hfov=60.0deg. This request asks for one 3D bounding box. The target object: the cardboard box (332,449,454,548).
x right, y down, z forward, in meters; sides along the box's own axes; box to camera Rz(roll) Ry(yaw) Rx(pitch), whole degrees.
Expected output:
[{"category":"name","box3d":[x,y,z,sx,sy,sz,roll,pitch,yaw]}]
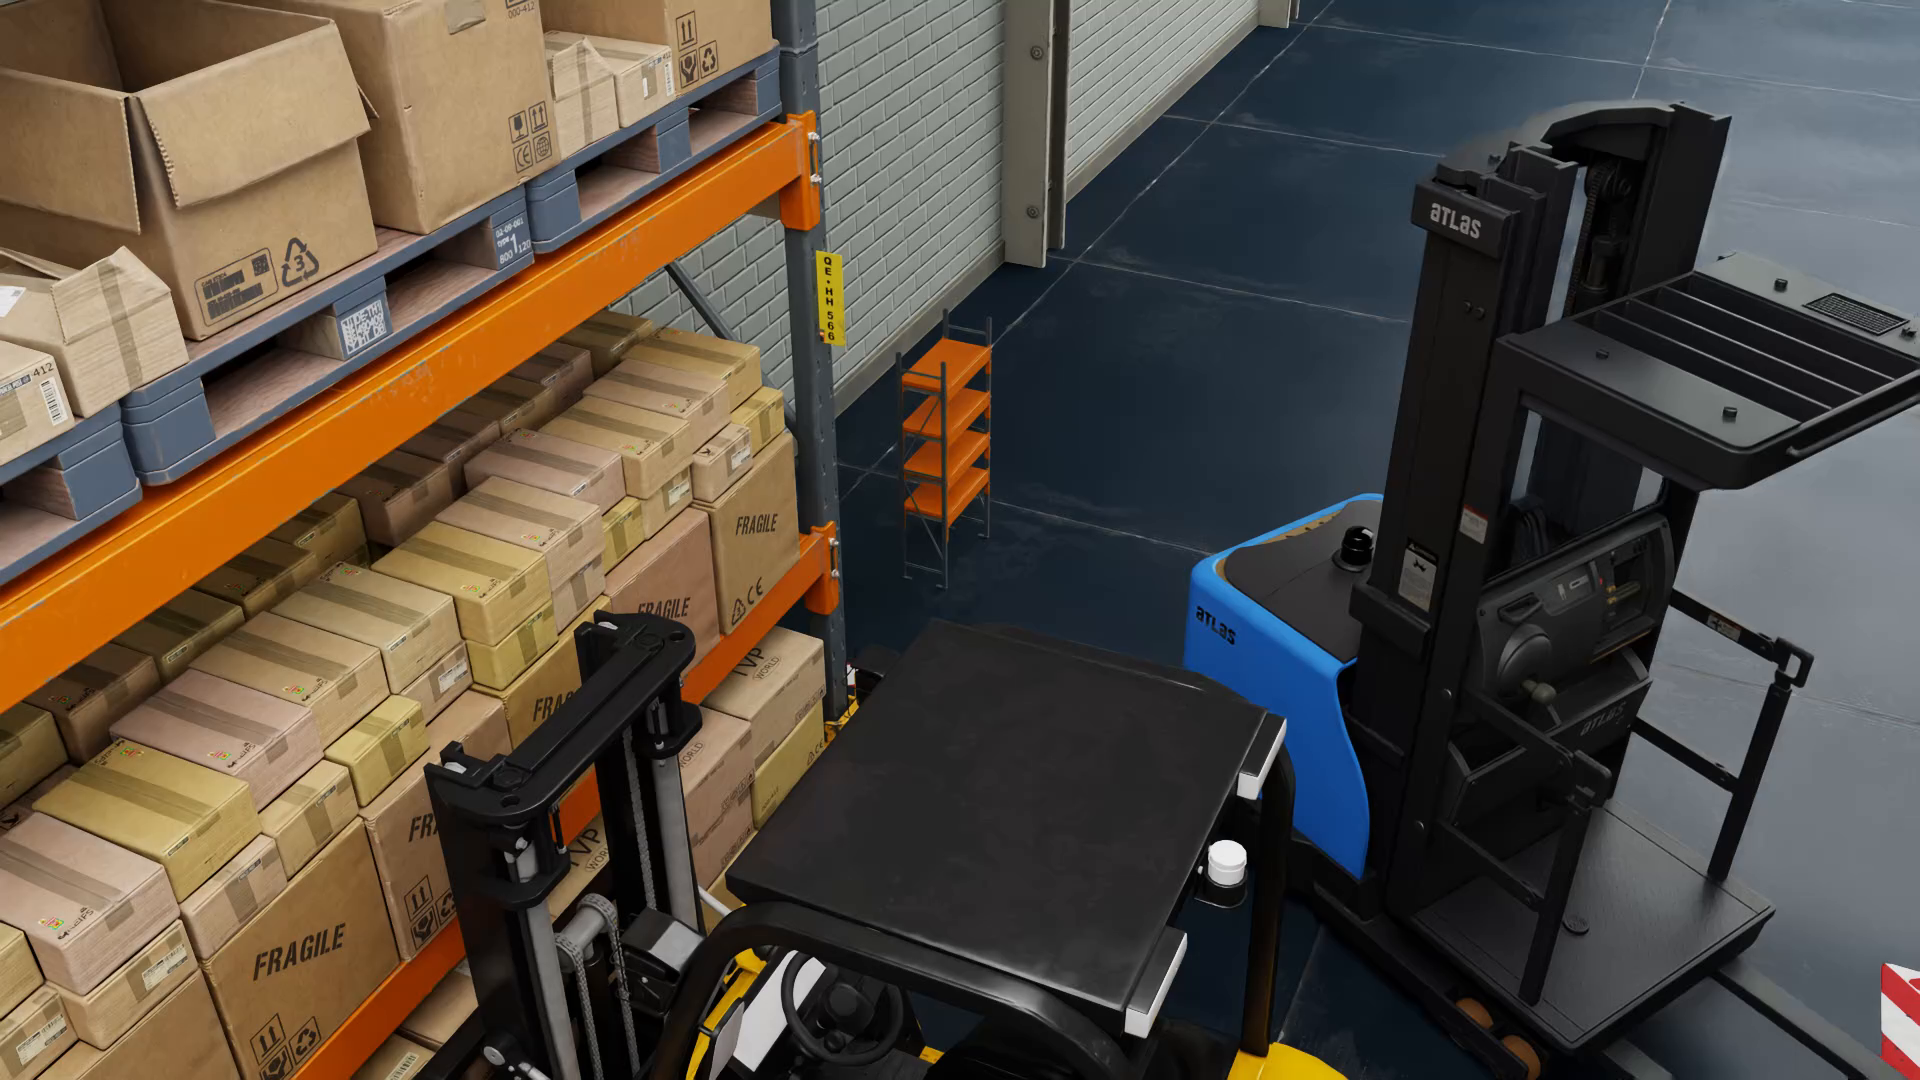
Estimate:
[{"category":"cardboard box","box3d":[-1.690,-0.142,4.776,0.380,0.149,0.250,15,36,22]}]

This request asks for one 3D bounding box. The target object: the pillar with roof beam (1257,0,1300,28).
[{"category":"pillar with roof beam","box3d":[6.908,-7.694,11.777,9.100,9.000,0.400,14,36,20]}]

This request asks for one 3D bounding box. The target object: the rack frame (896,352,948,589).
[{"category":"rack frame","box3d":[-0.171,-0.298,7.610,0.240,1.200,0.015,14,36,20]}]

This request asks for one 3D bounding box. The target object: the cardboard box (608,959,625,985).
[{"category":"cardboard box","box3d":[-1.249,1.252,5.274,0.500,0.250,0.500,13,36,19]}]

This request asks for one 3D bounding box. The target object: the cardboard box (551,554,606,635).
[{"category":"cardboard box","box3d":[-1.230,0.101,4.677,0.380,0.149,0.250,13,35,19]}]

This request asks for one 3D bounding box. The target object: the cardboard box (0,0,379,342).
[{"category":"cardboard box","box3d":[-1.675,-0.805,3.439,0.797,0.503,0.637,15,36,22]}]

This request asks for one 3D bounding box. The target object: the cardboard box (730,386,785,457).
[{"category":"cardboard box","box3d":[-0.803,-0.413,5.461,0.380,0.149,0.250,15,36,21]}]

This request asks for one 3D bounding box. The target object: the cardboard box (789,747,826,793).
[{"category":"cardboard box","box3d":[-0.822,0.944,6.199,0.500,0.250,0.500,14,36,21]}]

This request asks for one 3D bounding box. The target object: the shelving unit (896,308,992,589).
[{"category":"shelving unit","box3d":[-0.069,-0.419,7.795,0.258,1.200,0.503,14,36,20]}]

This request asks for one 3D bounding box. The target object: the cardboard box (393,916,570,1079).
[{"category":"cardboard box","box3d":[-1.451,1.280,4.774,0.500,0.250,0.500,13,36,20]}]

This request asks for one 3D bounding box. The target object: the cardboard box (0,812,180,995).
[{"category":"cardboard box","box3d":[-1.856,0.743,3.428,0.380,0.149,0.250,15,36,22]}]

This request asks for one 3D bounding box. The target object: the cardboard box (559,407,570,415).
[{"category":"cardboard box","box3d":[-1.336,-0.403,5.446,0.380,0.149,0.250,14,36,20]}]

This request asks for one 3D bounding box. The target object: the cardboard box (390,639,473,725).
[{"category":"cardboard box","box3d":[-1.504,0.336,4.320,0.380,0.149,0.250,14,36,20]}]

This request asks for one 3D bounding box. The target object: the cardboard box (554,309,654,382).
[{"category":"cardboard box","box3d":[-1.247,-0.656,5.560,0.380,0.149,0.250,13,36,20]}]

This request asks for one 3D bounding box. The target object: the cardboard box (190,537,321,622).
[{"category":"cardboard box","box3d":[-1.920,0.108,4.396,0.380,0.149,0.250,14,36,21]}]

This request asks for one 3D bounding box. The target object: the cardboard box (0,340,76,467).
[{"category":"cardboard box","box3d":[-1.801,-0.248,2.912,0.380,0.149,0.250,15,36,22]}]

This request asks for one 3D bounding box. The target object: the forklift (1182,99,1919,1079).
[{"category":"forklift","box3d":[2.083,0.280,5.150,1.130,2.935,3.031,-20,38,-28]}]

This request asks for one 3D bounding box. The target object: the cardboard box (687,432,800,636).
[{"category":"cardboard box","box3d":[-0.880,-0.073,5.535,0.500,0.500,0.500,13,36,19]}]

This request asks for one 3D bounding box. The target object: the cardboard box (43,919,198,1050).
[{"category":"cardboard box","box3d":[-1.853,0.873,3.501,0.380,0.149,0.250,15,36,22]}]

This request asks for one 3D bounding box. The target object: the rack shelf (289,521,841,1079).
[{"category":"rack shelf","box3d":[-1.749,0.960,4.706,1.077,0.370,4.000,14,36,20]}]

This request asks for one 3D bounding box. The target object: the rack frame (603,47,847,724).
[{"category":"rack frame","box3d":[-0.913,-0.336,6.028,1.000,3.000,0.127,14,36,20]}]

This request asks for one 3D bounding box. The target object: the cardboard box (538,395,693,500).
[{"category":"cardboard box","box3d":[-1.031,-0.281,4.989,0.380,0.149,0.250,15,36,22]}]

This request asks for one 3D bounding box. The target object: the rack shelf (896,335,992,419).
[{"category":"rack shelf","box3d":[-0.069,-0.748,7.580,0.258,0.148,0.480,14,36,20]}]

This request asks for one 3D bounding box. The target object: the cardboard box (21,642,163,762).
[{"category":"cardboard box","box3d":[-2.162,0.360,4.012,0.380,0.149,0.250,14,36,20]}]

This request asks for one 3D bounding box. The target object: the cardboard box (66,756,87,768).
[{"category":"cardboard box","box3d":[-2.149,0.480,4.100,0.380,0.149,0.250,14,36,20]}]

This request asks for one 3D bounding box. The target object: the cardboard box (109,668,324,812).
[{"category":"cardboard box","box3d":[-1.716,0.468,3.847,0.380,0.149,0.250,14,36,20]}]

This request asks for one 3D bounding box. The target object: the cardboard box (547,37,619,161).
[{"category":"cardboard box","box3d":[-1.090,-1.143,4.171,0.396,0.266,0.258,14,36,21]}]

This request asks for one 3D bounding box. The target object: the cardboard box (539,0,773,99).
[{"category":"cardboard box","box3d":[-0.877,-1.574,4.614,0.500,0.500,0.500,15,36,22]}]

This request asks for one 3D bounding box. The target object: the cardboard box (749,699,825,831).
[{"category":"cardboard box","box3d":[-0.832,0.743,6.050,0.500,0.250,0.500,14,36,20]}]

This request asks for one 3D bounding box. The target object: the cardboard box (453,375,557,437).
[{"category":"cardboard box","box3d":[-1.485,-0.398,5.168,0.380,0.149,0.250,15,36,21]}]

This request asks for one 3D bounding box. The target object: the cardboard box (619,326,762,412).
[{"category":"cardboard box","box3d":[-0.871,-0.547,5.395,0.380,0.149,0.250,14,36,21]}]

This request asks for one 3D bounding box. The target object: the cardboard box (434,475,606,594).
[{"category":"cardboard box","box3d":[-1.211,-0.019,4.589,0.380,0.149,0.250,15,36,22]}]

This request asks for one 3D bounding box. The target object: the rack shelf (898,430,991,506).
[{"category":"rack shelf","box3d":[-0.069,-0.363,7.832,0.258,0.148,0.480,14,36,20]}]

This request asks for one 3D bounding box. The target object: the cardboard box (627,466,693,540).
[{"category":"cardboard box","box3d":[-1.047,-0.163,5.081,0.380,0.149,0.250,15,36,21]}]

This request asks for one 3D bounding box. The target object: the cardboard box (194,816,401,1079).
[{"category":"cardboard box","box3d":[-1.750,0.937,3.994,0.500,0.500,0.500,14,36,20]}]

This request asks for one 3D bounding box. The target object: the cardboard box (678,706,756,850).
[{"category":"cardboard box","box3d":[-1.030,0.776,5.543,0.500,0.250,0.500,15,36,21]}]

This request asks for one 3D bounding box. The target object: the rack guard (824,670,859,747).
[{"category":"rack guard","box3d":[-0.903,0.697,6.731,1.175,0.500,0.348,14,36,20]}]

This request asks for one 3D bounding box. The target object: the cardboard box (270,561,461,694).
[{"category":"cardboard box","box3d":[-1.508,0.218,4.228,0.380,0.149,0.250,15,36,21]}]

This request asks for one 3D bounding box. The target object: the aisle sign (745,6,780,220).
[{"category":"aisle sign","box3d":[-0.618,-1.389,5.262,0.394,0.787,0.004,14,36,20]}]

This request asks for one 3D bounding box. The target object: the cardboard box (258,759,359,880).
[{"category":"cardboard box","box3d":[-1.652,0.613,3.896,0.380,0.149,0.250,13,35,19]}]

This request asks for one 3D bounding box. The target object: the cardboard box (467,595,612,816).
[{"category":"cardboard box","box3d":[-1.320,0.439,4.754,0.500,0.500,0.500,13,36,20]}]

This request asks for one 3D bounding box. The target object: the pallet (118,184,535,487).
[{"category":"pallet","box3d":[-1.741,-0.598,3.771,1.003,0.211,1.213,14,36,20]}]

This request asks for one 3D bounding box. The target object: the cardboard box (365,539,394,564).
[{"category":"cardboard box","box3d":[-1.783,-0.051,4.909,0.380,0.149,0.250,15,36,21]}]
